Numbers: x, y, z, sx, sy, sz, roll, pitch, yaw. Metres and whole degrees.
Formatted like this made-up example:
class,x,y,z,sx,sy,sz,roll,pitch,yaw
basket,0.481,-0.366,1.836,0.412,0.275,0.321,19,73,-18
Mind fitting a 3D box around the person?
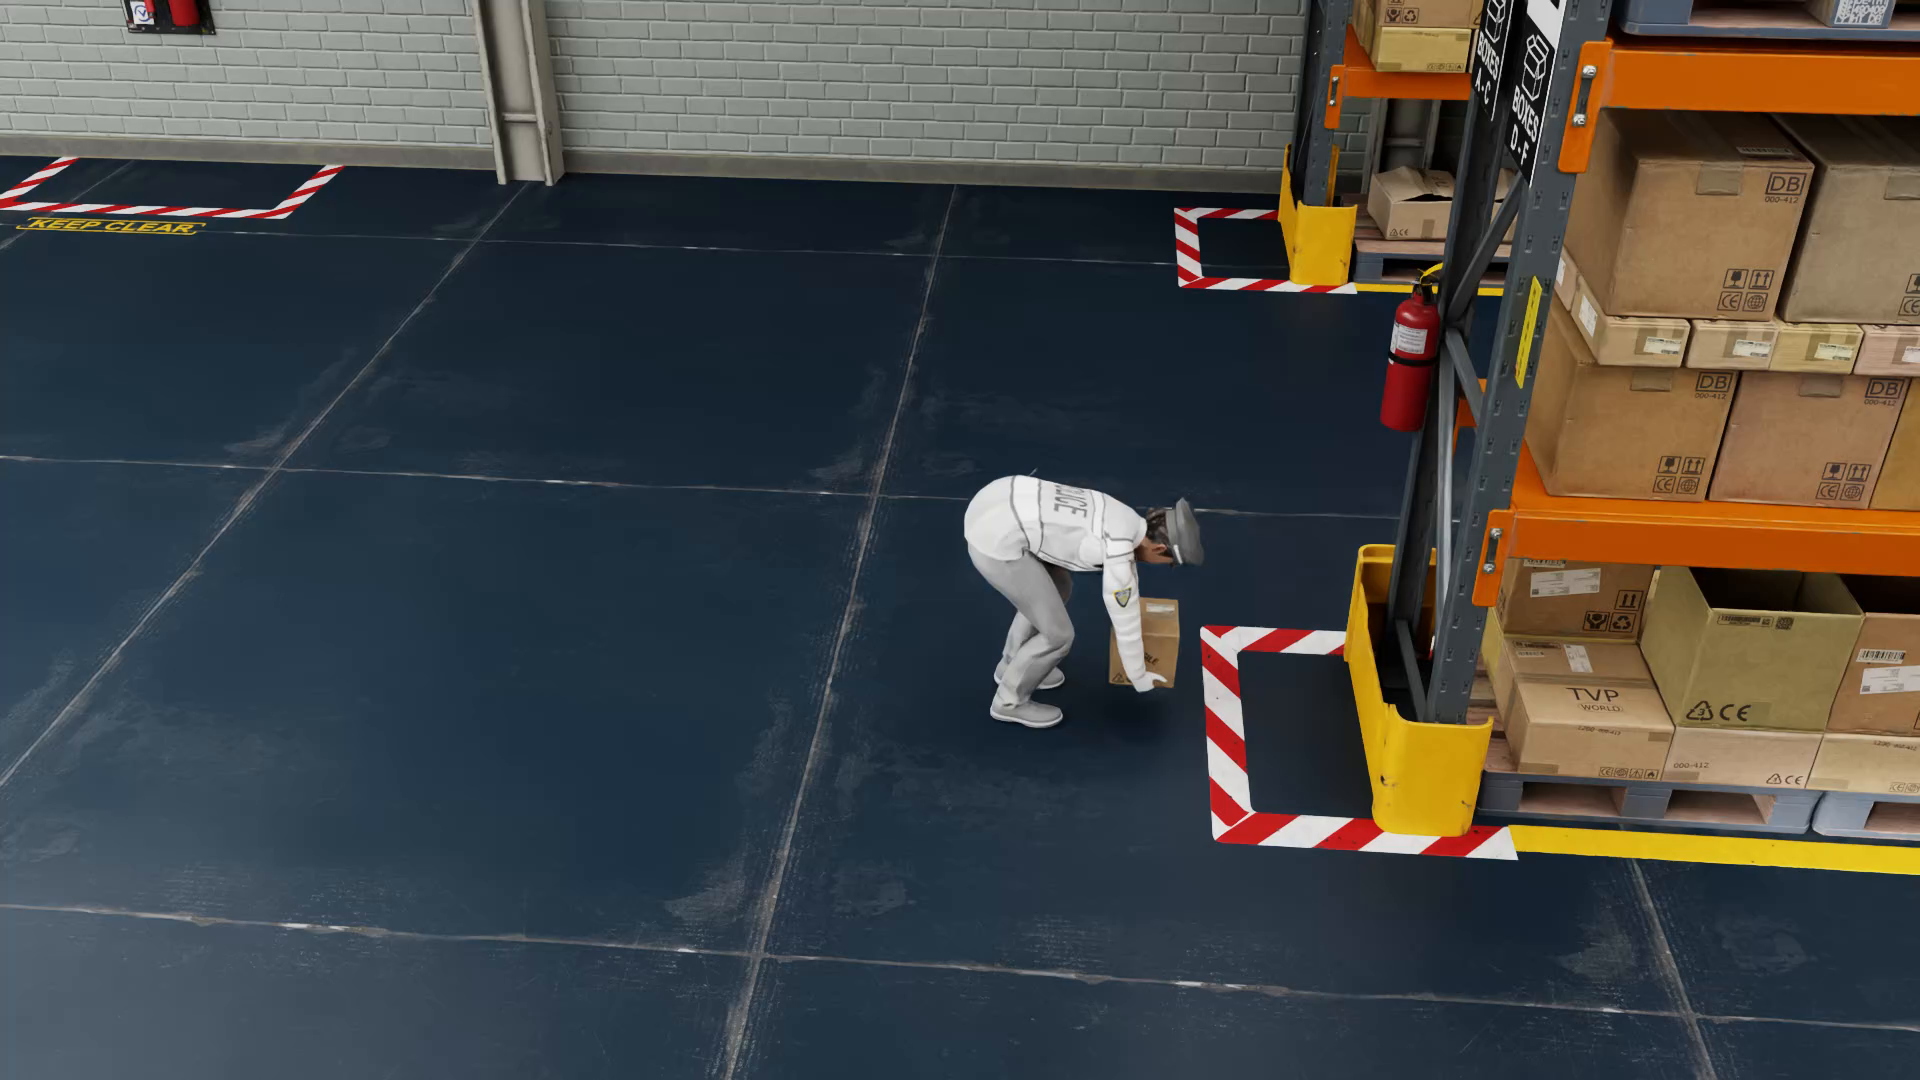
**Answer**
class,x,y,z,sx,sy,sz,roll,pitch,yaw
person,0.471,0.229,6.404,0.912,0.995,0.437,1,32,2
